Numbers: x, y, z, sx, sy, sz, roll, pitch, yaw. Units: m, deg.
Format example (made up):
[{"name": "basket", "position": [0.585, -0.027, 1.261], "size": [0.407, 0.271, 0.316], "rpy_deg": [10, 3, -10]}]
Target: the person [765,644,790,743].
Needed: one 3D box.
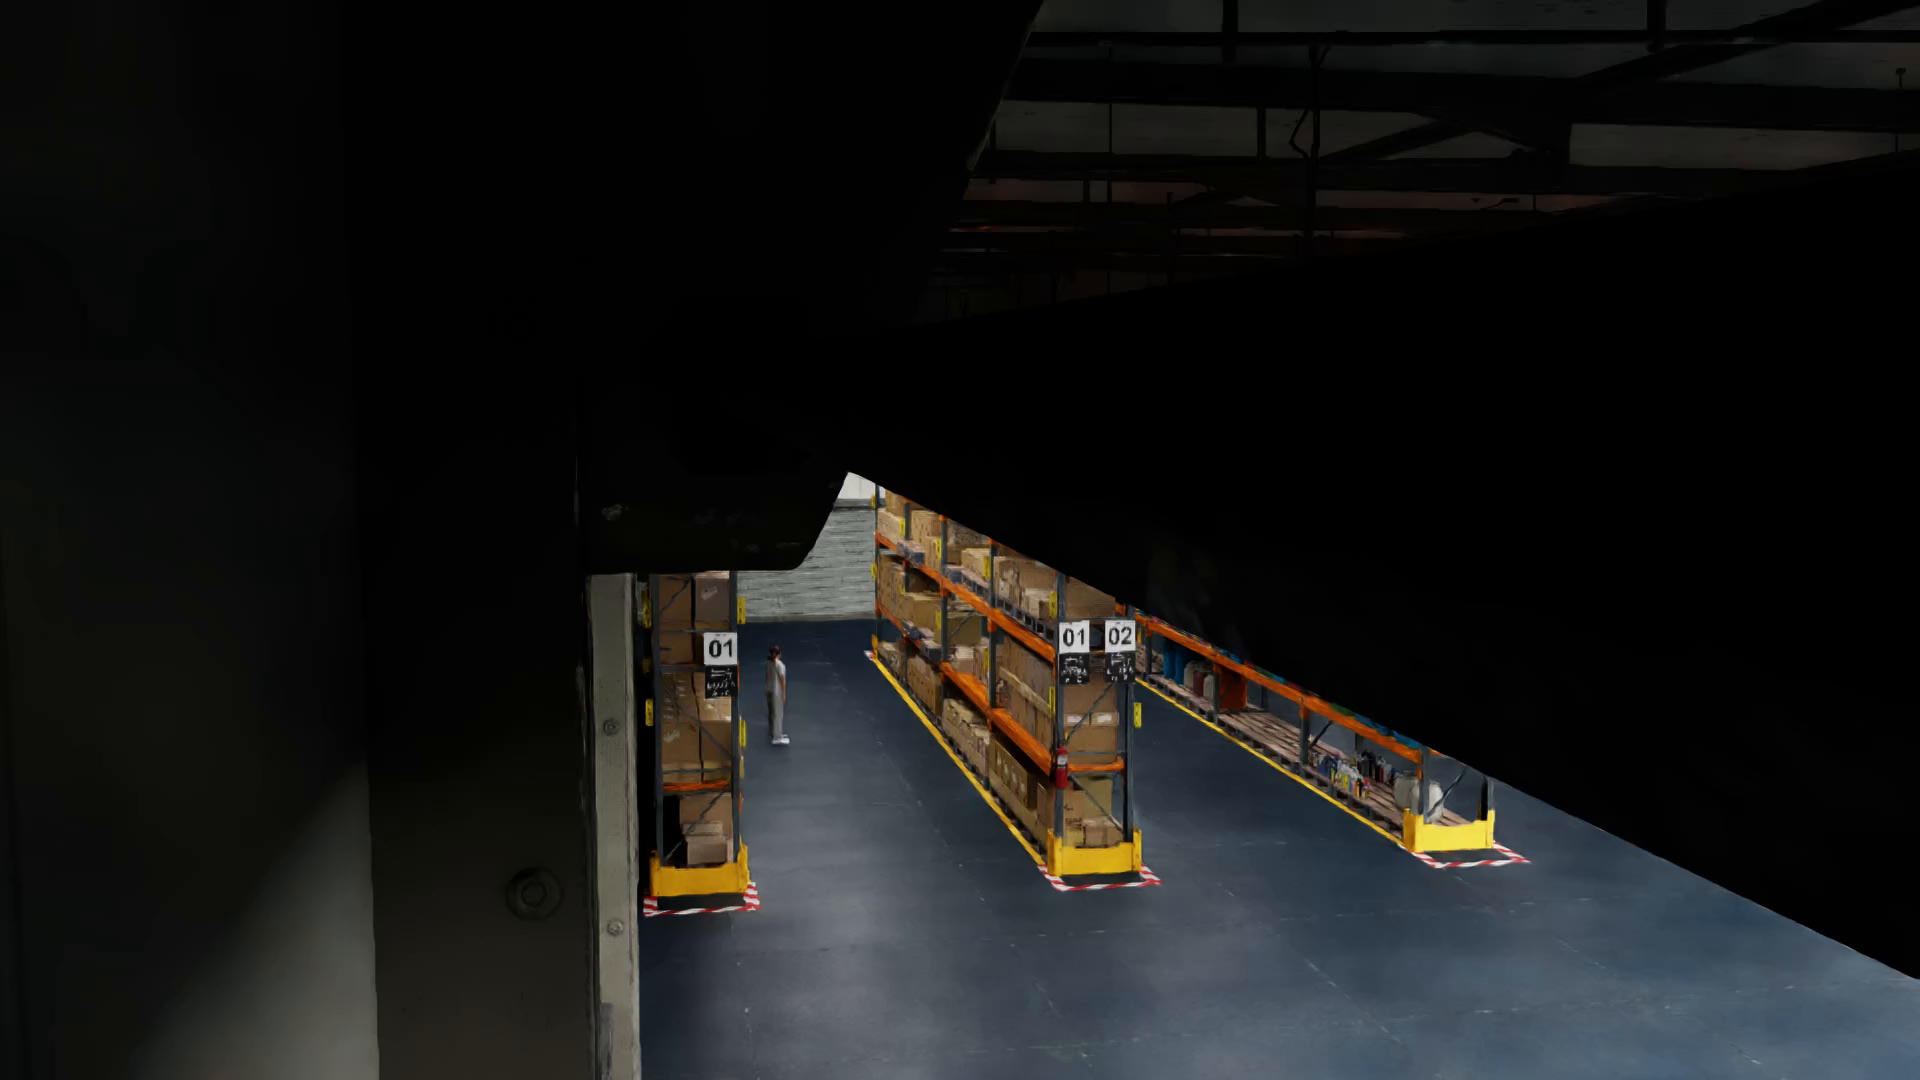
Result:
[{"name": "person", "position": [-3.090, 2.589, 28.232], "size": [0.431, 1.677, 0.496], "rpy_deg": [-5, 8, -43]}]
